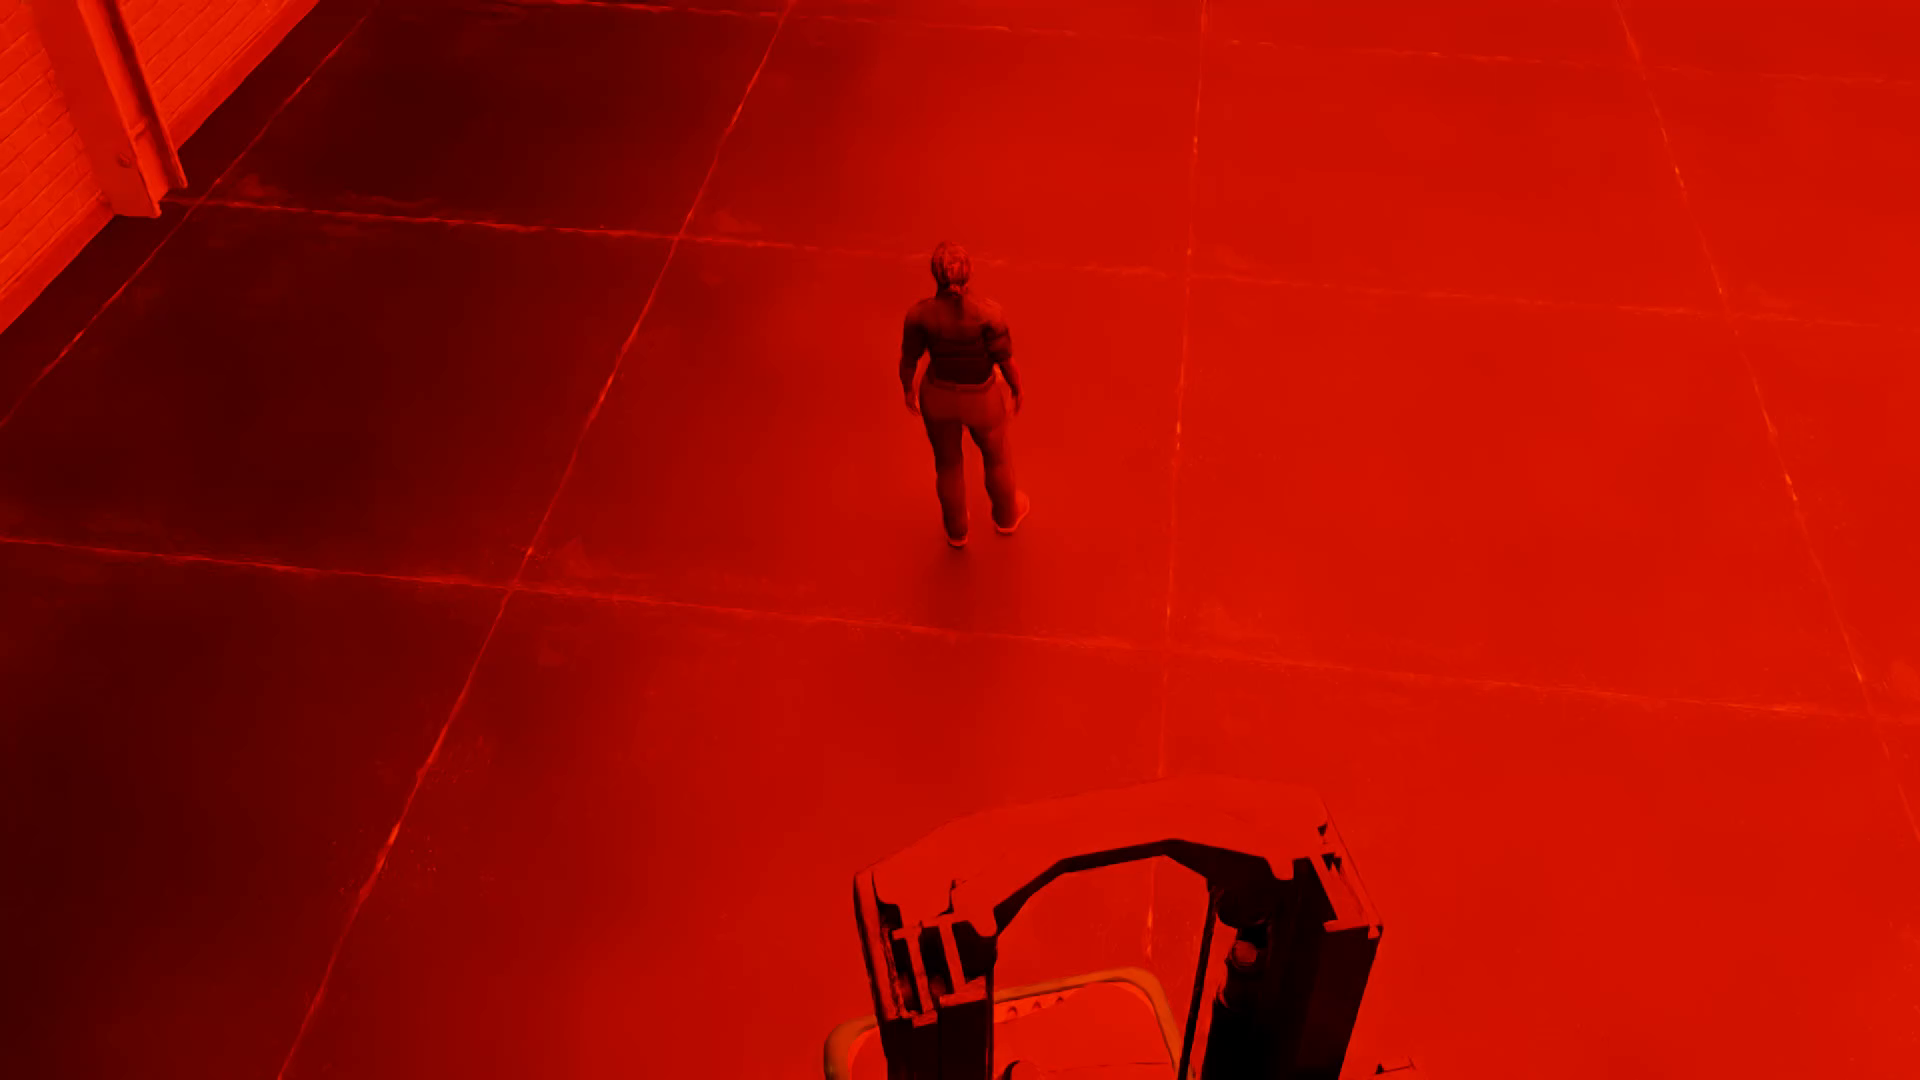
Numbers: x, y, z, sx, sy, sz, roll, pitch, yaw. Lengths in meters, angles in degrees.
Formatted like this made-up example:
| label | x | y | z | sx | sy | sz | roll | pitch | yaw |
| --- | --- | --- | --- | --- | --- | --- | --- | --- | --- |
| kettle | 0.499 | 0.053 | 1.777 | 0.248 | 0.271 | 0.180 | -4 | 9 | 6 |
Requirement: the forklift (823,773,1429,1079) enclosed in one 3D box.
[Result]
| label | x | y | z | sx | sy | sz | roll | pitch | yaw |
| --- | --- | --- | --- | --- | --- | --- | --- | --- | --- |
| forklift | 0.407 | 2.010 | 3.536 | 1.130 | 2.935 | 3.031 | -8 | 43 | -9 |

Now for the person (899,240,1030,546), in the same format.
| label | x | y | z | sx | sy | sz | roll | pitch | yaw |
| --- | --- | --- | --- | --- | --- | --- | --- | --- | --- |
| person | 0.031 | -0.671 | 7.389 | 0.570 | 1.654 | 0.503 | 5 | 43 | 6 |
